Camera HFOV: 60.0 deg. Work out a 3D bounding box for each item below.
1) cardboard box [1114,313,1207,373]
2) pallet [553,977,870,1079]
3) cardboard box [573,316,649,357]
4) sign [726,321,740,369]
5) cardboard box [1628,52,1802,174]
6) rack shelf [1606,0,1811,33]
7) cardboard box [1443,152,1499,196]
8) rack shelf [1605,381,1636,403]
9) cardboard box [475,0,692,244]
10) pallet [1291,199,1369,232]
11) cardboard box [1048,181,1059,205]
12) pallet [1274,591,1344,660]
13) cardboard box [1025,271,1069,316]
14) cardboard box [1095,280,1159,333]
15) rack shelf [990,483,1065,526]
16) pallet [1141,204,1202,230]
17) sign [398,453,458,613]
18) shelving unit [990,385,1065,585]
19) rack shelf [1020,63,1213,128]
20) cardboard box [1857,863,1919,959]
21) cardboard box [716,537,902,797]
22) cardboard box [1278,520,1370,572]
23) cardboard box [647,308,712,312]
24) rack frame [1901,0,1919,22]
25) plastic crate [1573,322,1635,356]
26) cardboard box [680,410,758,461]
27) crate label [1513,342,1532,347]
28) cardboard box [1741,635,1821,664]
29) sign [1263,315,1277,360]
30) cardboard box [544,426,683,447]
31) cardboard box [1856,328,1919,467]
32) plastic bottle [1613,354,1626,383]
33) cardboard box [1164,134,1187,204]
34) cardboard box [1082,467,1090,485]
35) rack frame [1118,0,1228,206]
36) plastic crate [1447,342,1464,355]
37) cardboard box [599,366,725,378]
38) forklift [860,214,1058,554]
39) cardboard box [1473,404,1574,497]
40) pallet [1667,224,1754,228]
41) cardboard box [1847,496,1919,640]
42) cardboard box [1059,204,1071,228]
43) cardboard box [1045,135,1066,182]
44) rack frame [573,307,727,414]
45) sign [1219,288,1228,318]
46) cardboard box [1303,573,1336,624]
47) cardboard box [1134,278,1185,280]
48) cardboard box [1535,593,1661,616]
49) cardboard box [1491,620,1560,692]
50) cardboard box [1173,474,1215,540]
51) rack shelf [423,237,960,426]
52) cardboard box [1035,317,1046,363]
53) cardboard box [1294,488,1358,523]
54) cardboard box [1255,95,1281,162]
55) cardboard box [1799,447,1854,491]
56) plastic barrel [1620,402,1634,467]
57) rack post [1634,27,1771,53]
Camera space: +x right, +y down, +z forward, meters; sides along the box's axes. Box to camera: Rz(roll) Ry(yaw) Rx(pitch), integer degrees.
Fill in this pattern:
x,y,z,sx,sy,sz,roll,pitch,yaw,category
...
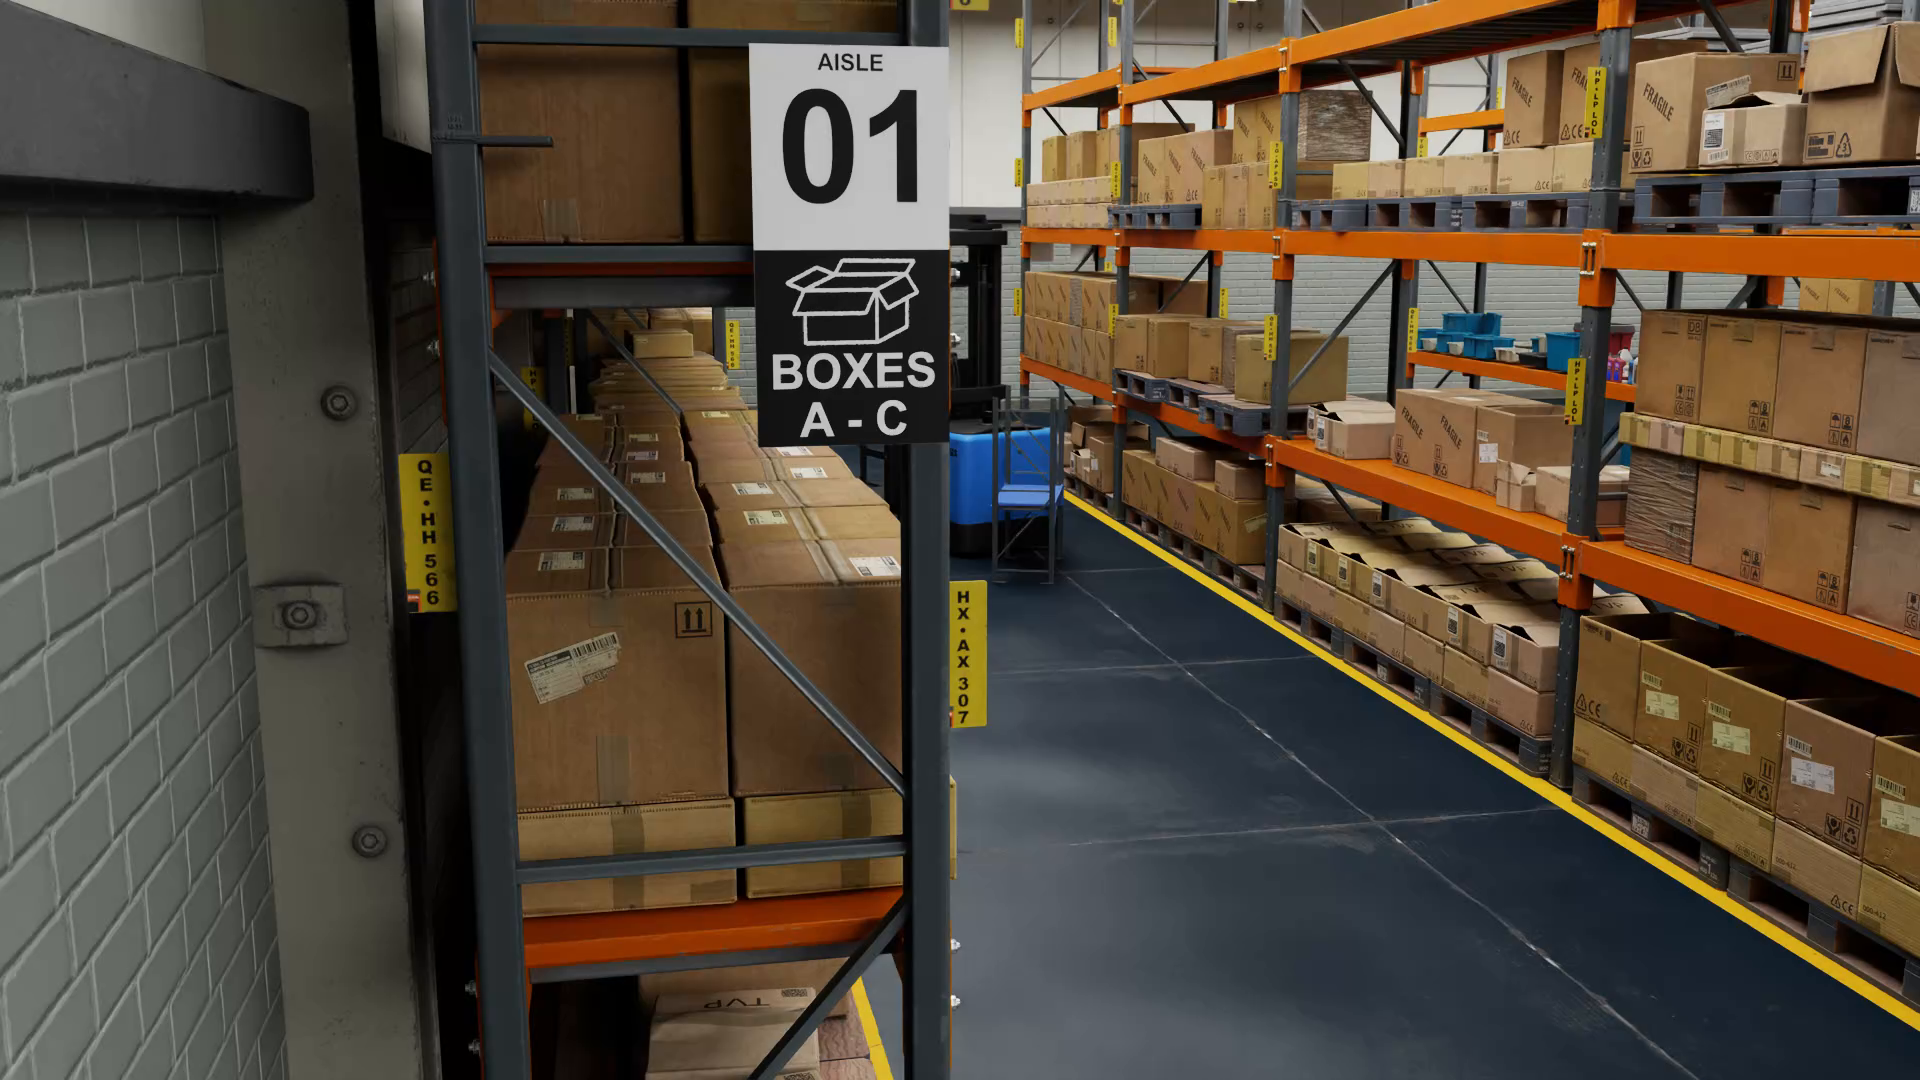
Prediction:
x,y,z,sx,sy,sz,roll,pitch,yaw,category
1.874,-1.848,15.548,0.700,0.500,0.500,-6,12,-30,cardboard box
-0.895,1.676,5.879,1.003,0.211,1.213,-2,11,-11,pallet
-2.422,-1.421,11.569,0.500,0.250,0.500,-2,11,-9,cardboard box
-1.549,-1.325,11.303,0.100,0.325,0.005,-2,11,-11,sign
3.396,-1.916,7.509,0.500,0.500,0.500,-1,11,-6,cardboard box
3.946,-2.251,6.003,1.077,0.370,4.000,-2,11,-11,rack shelf
3.245,-2.180,9.935,0.500,0.250,0.500,-3,11,-16,cardboard box
7.250,-1.147,15.178,1.077,0.370,4.000,-2,11,-11,rack shelf
-0.853,-0.906,3.644,0.500,0.500,0.500,-1,11,-7,cardboard box
2.999,-2.214,11.341,1.213,0.211,1.003,-2,11,-8,pallet
1.262,-3.780,18.128,0.500,0.250,0.500,-2,11,-11,cardboard box
2.901,0.568,11.701,1.003,0.211,1.213,-2,11,-11,pallet
1.051,-2.871,19.369,0.500,0.500,0.500,-2,11,-9,cardboard box
1.649,-2.311,16.430,0.500,0.500,0.500,-2,11,-11,cardboard box
0.573,-0.305,13.802,0.538,0.185,1.000,1,11,7,rack shelf
2.264,-2.757,14.192,1.213,0.211,1.003,-2,11,-11,pallet
-1.072,-0.014,3.358,0.100,0.325,0.005,-2,11,-11,sign
0.573,-0.482,13.769,0.538,1.500,1.048,1,11,7,shelving unit
1.612,-4.647,17.529,1.077,0.370,4.000,-2,11,-11,rack shelf
3.733,1.387,6.171,0.500,0.250,0.500,-2,11,-11,cardboard box
-0.321,0.291,4.042,0.500,0.500,0.500,-2,11,-11,cardboard box
2.593,0.021,11.846,0.500,0.311,0.500,-2,11,-9,cardboard box
-2.121,-1.630,12.667,0.500,0.250,0.500,-2,11,-11,cardboard box
7.639,-4.081,12.623,1.000,3.000,0.127,-2,11,-11,rack frame
6.933,-2.101,17.935,0.402,0.464,0.583,-2,11,-11,plastic crate
-0.906,-0.269,6.982,0.500,0.500,0.500,-2,11,-11,cardboard box
6.539,-2.254,19.615,0.396,0.136,0.243,-2,11,-11,crate label
3.947,0.725,7.645,0.500,0.500,0.500,-2,11,-11,cardboard box
2.249,-1.463,12.027,0.100,0.325,0.005,-2,11,-11,sign
-1.318,-0.156,6.387,0.500,0.500,0.500,-2,11,-11,cardboard box
3.942,-0.550,6.379,0.700,0.500,0.500,-2,11,-11,cardboard box
6.539,-1.703,16.486,0.061,0.283,0.133,-2,11,-11,plastic bottle
2.179,-3.249,14.618,0.600,0.600,0.600,-2,11,-12,cardboard box
1.480,-0.664,17.166,0.380,0.149,0.250,-2,11,-11,cardboard box
2.001,-4.635,15.535,1.000,3.000,0.127,-2,11,-11,rack frame
5.921,-2.257,19.632,0.250,0.136,0.298,-2,11,-11,plastic crate
-1.714,-0.725,9.593,0.700,0.500,0.500,-2,11,-11,cardboard box
-0.352,-1.550,15.552,1.130,2.935,3.031,-7,13,-32,forklift
3.321,-0.508,9.628,0.500,0.500,0.500,-1,11,-7,cardboard box
7.109,-3.108,16.039,1.213,0.211,1.003,-2,11,-11,pallet
3.953,0.094,6.466,0.700,0.500,0.500,-2,11,-9,cardboard box
1.361,-3.443,17.694,0.500,0.250,0.500,-2,11,-11,cardboard box
1.353,-4.247,18.577,0.700,0.500,0.500,-2,11,-11,cardboard box
-2.079,-0.773,11.291,1.000,3.000,0.127,-2,11,-11,rack frame
2.545,-2.277,16.097,0.100,0.325,0.005,-2,11,-11,sign
2.691,0.389,11.414,0.500,0.250,0.500,-2,11,-13,cardboard box
2.085,-2.419,16.998,0.500,0.500,0.500,-2,11,-13,cardboard box
3.629,0.472,9.481,0.500,0.311,0.500,-2,11,-12,cardboard box
3.197,0.585,8.888,0.500,0.311,0.500,-2,11,-11,cardboard box
2.158,-0.296,14.293,0.500,0.500,0.500,-3,11,-13,cardboard box
-0.912,-0.793,5.296,1.077,0.370,4.000,-2,11,-11,rack shelf
1.156,-2.285,18.967,0.500,0.500,0.500,-2,11,-12,cardboard box
2.864,-0.132,13.430,0.500,0.500,0.500,-3,11,-13,cardboard box
2.601,-3.142,12.771,0.500,0.500,0.500,-2,11,-11,cardboard box
3.674,-0.296,6.780,0.380,0.149,0.250,-2,11,-13,cardboard box
6.950,-0.942,16.668,0.600,0.901,0.708,-2,11,-11,plastic barrel
6.994,-4.622,15.667,0.937,0.300,0.954,-2,11,-12,rack post
